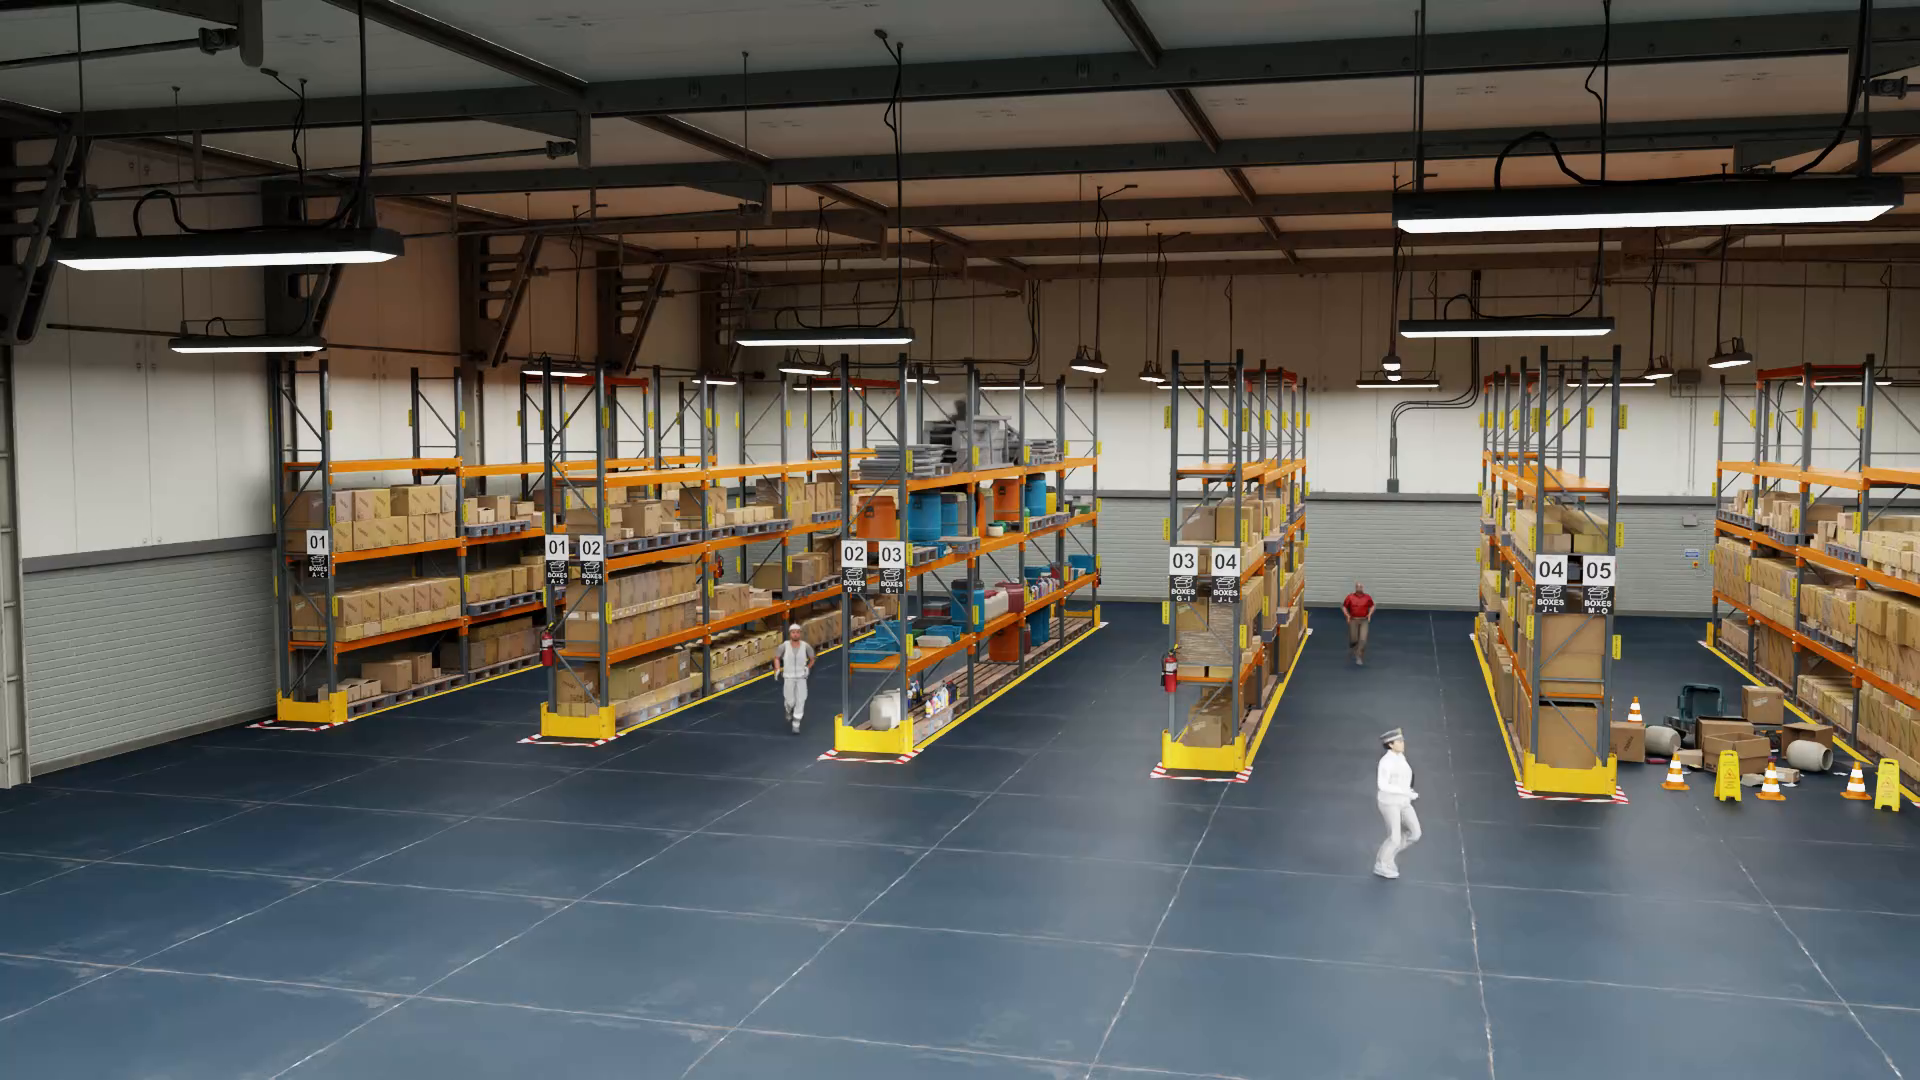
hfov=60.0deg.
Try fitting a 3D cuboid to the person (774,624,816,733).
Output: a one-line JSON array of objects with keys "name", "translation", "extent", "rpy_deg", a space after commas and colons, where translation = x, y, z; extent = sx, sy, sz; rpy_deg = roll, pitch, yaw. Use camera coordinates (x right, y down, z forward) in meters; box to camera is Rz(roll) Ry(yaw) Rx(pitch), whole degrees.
[{"name": "person", "translation": [-2.648, 2.216, 26.731], "extent": [0.662, 1.739, 0.598], "rpy_deg": [-1, 4, -9]}]

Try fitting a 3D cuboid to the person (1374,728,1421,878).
[{"name": "person", "translation": [4.793, 2.868, 18.109], "extent": [0.565, 1.649, 0.585], "rpy_deg": [4, 6, 44]}]

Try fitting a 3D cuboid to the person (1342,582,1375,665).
[{"name": "person", "translation": [8.217, 1.702, 34.261], "extent": [0.662, 1.686, 0.698], "rpy_deg": [0, 4, 5]}]
